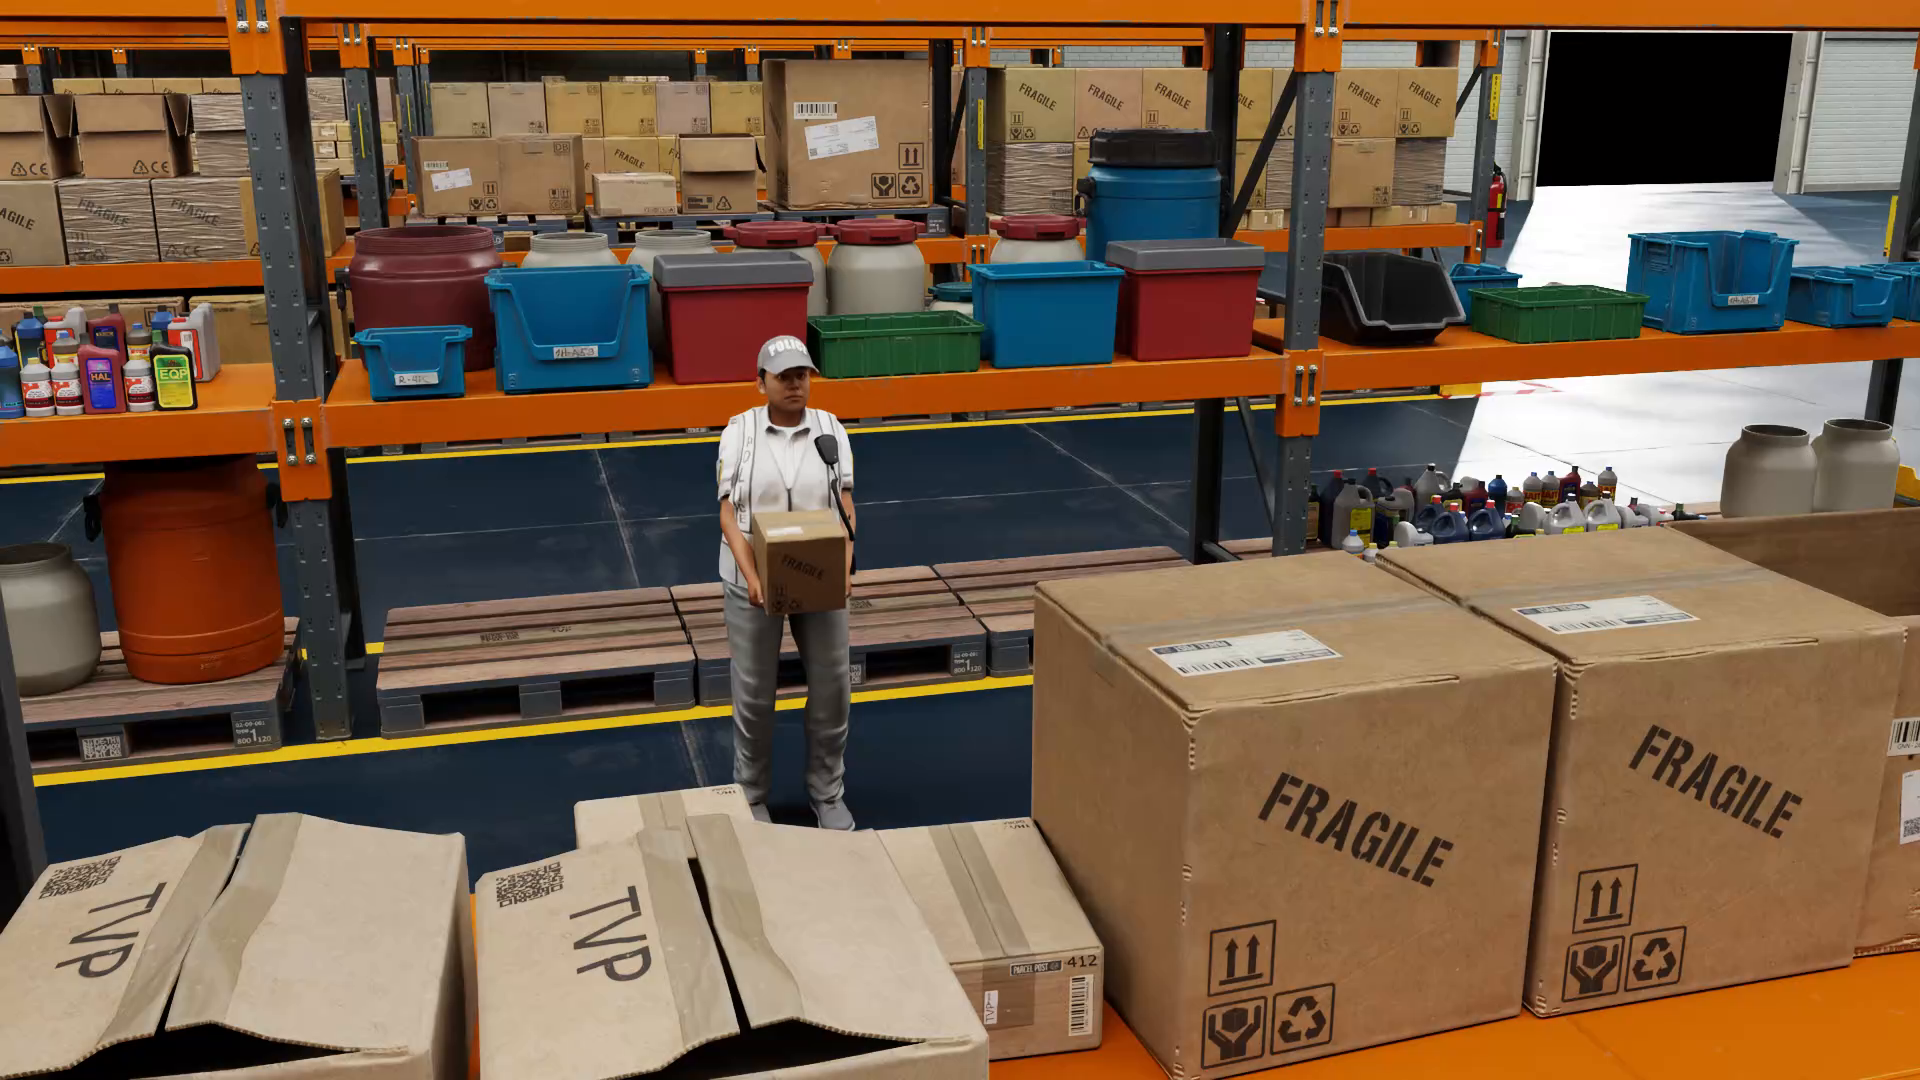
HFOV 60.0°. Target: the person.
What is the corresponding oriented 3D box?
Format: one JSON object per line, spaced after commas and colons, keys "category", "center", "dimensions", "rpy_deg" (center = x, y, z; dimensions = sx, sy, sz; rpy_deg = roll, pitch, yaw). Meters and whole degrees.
{"category": "person", "center": [-0.548, 0.173, 5.445], "dimensions": [0.453, 1.653, 0.534], "rpy_deg": [-4, 17, -15]}
